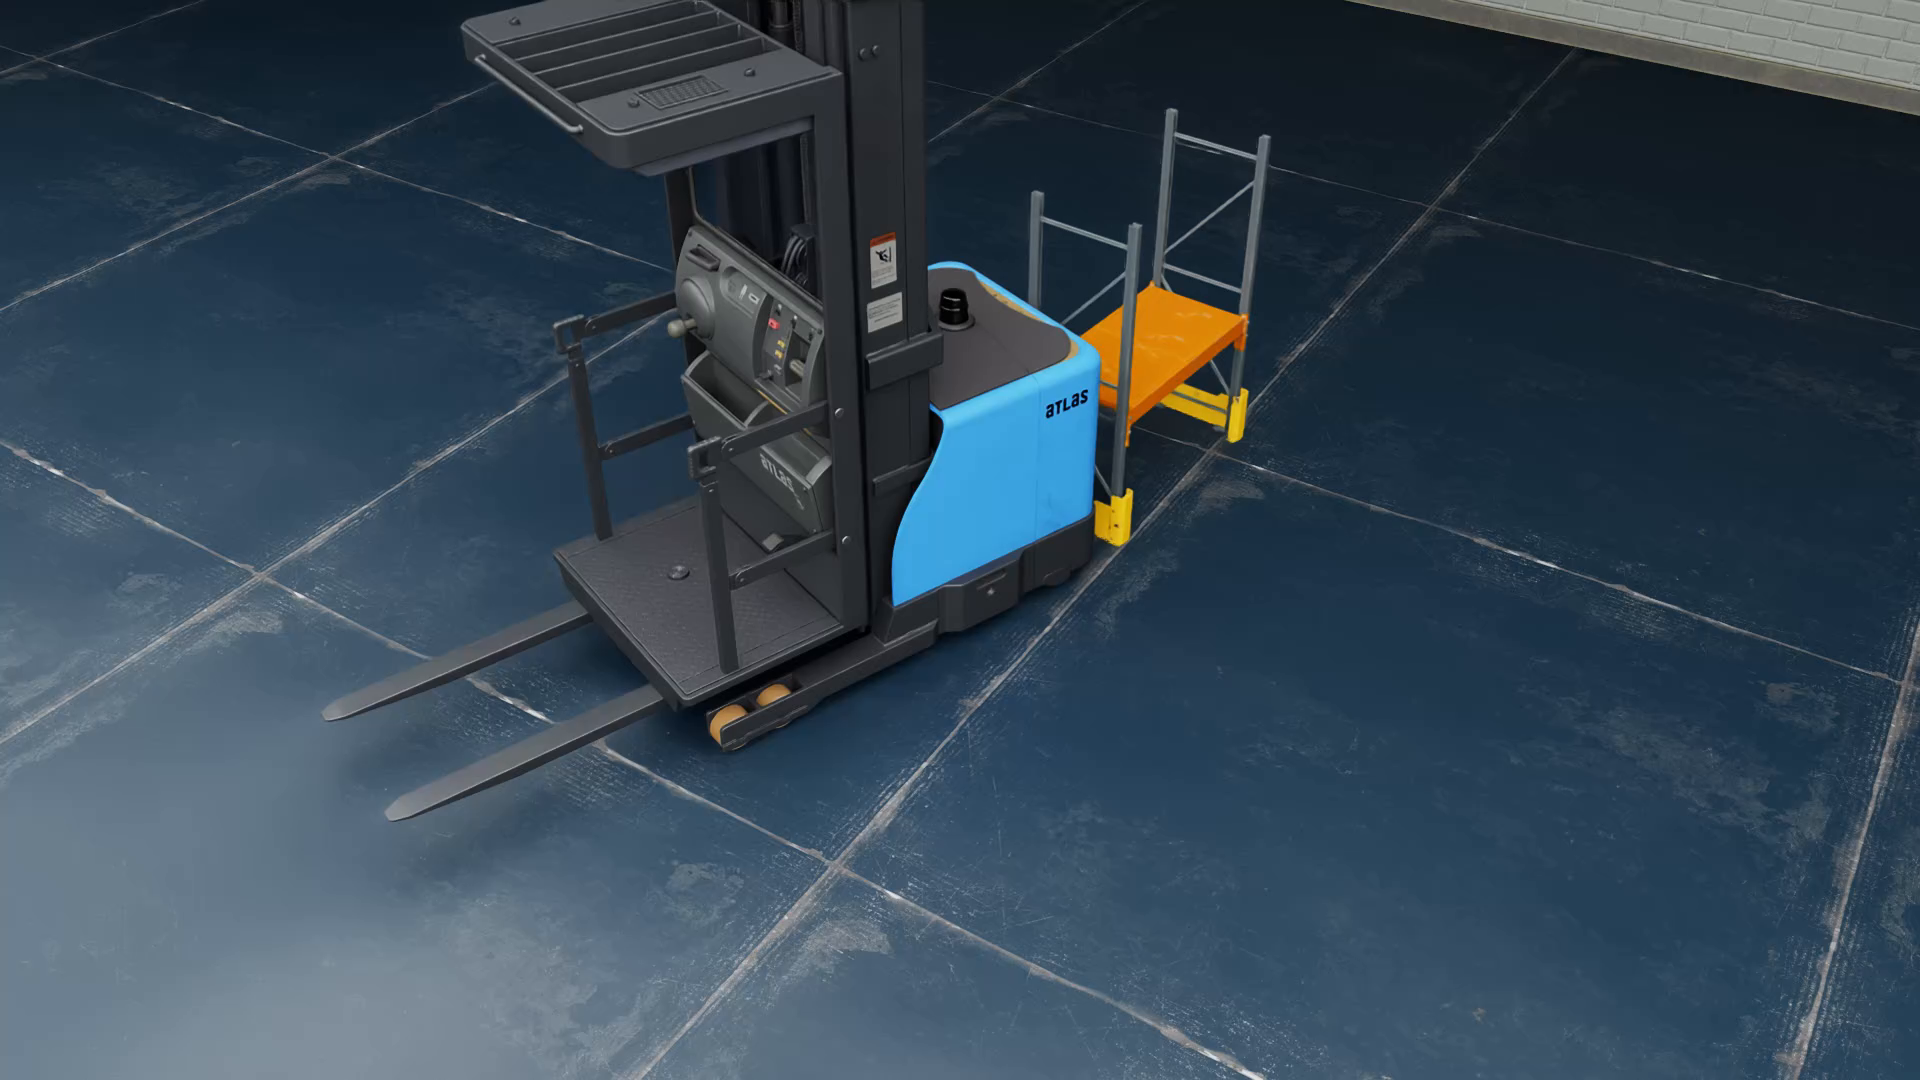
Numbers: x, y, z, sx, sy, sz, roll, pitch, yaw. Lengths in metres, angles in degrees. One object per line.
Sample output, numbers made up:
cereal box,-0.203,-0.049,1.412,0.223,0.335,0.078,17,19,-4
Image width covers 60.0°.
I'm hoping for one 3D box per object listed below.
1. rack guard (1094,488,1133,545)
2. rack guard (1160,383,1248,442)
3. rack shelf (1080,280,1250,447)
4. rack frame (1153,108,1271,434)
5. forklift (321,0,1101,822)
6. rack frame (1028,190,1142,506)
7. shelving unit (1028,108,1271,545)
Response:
rack guard,0.489,-0.198,7.303,0.587,0.250,0.087,25,44,29
rack guard,1.091,-0.683,7.931,0.587,0.250,0.087,25,44,29
rack shelf,0.796,-0.798,7.351,0.538,0.185,1.000,25,44,29
rack frame,1.102,-1.188,7.562,0.500,1.500,0.032,25,44,29
forklift,-0.921,-0.743,5.813,3.031,2.935,1.130,-24,44,-28
rack frame,0.489,-0.693,6.920,0.500,1.500,0.032,25,44,29
shelving unit,0.790,-0.936,7.235,0.587,1.500,1.083,25,44,29
